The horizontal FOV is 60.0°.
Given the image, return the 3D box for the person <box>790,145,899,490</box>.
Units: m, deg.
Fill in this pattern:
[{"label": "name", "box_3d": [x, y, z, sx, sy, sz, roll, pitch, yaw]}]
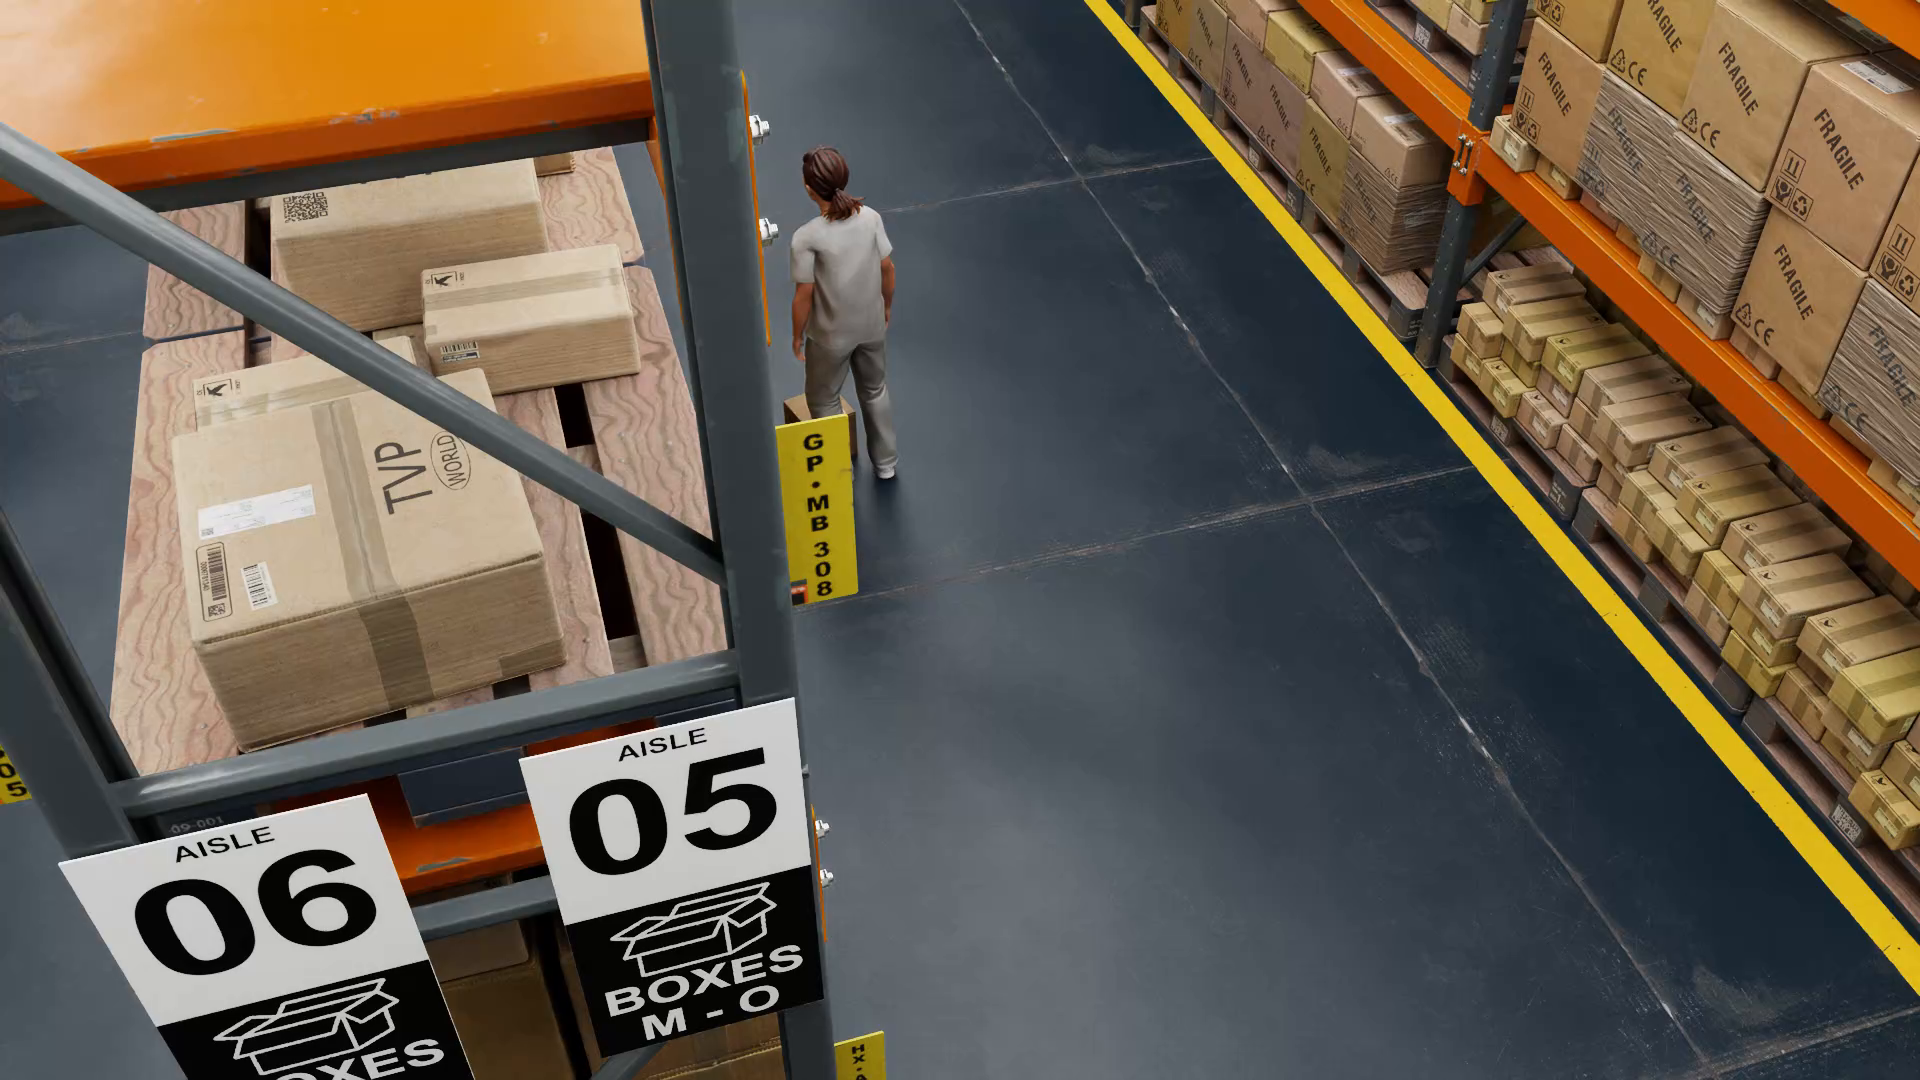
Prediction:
[{"label": "person", "box_3d": [-0.505, -0.915, 7.169, 0.486, 1.666, 0.363, -22, 47, -22]}]
